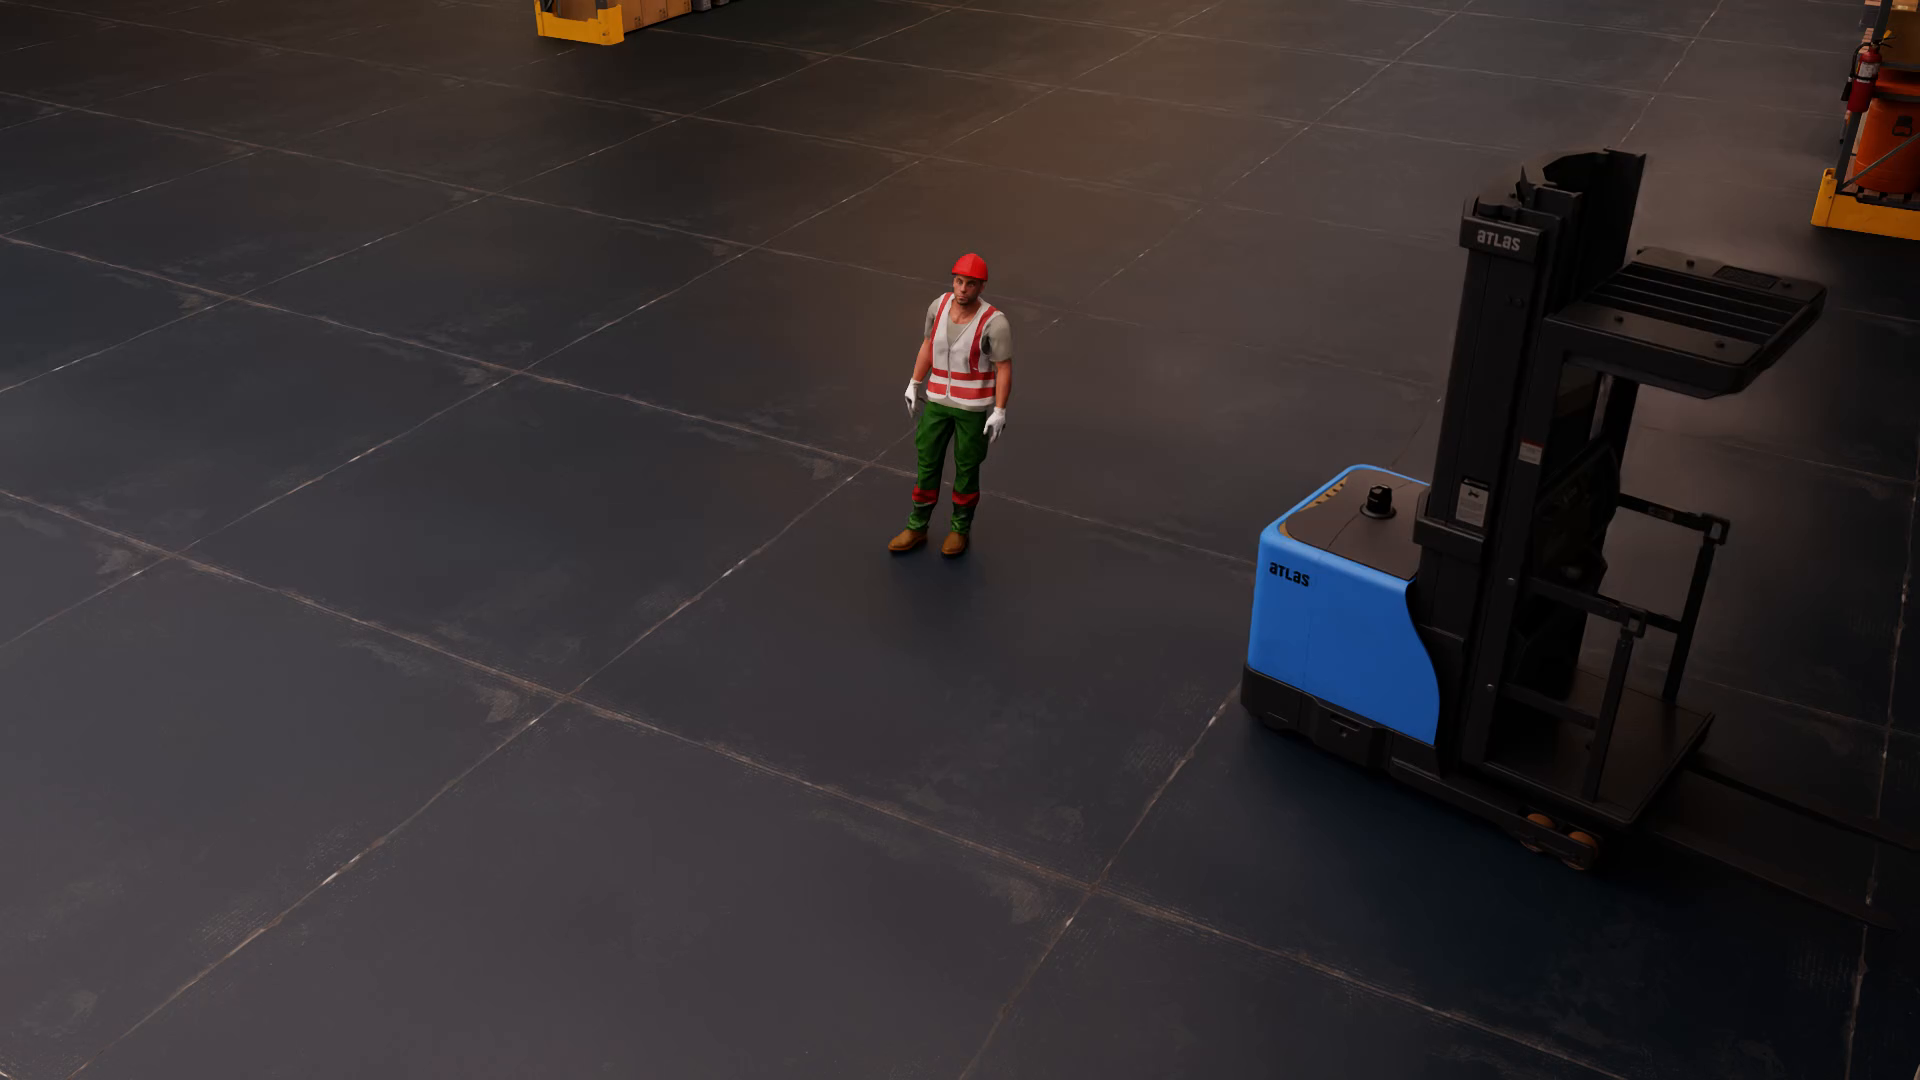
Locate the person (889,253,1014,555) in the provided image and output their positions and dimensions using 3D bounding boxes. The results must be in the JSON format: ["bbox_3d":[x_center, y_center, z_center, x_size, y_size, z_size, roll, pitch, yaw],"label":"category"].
[{"bbox_3d":[-0.048,-0.748,9.495,0.638,1.789,0.562,15,33,25],"label":"person"}]

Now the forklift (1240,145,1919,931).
[{"bbox_3d":[2.875,-0.094,7.233,3.031,2.935,1.130,23,37,34],"label":"forklift"}]
